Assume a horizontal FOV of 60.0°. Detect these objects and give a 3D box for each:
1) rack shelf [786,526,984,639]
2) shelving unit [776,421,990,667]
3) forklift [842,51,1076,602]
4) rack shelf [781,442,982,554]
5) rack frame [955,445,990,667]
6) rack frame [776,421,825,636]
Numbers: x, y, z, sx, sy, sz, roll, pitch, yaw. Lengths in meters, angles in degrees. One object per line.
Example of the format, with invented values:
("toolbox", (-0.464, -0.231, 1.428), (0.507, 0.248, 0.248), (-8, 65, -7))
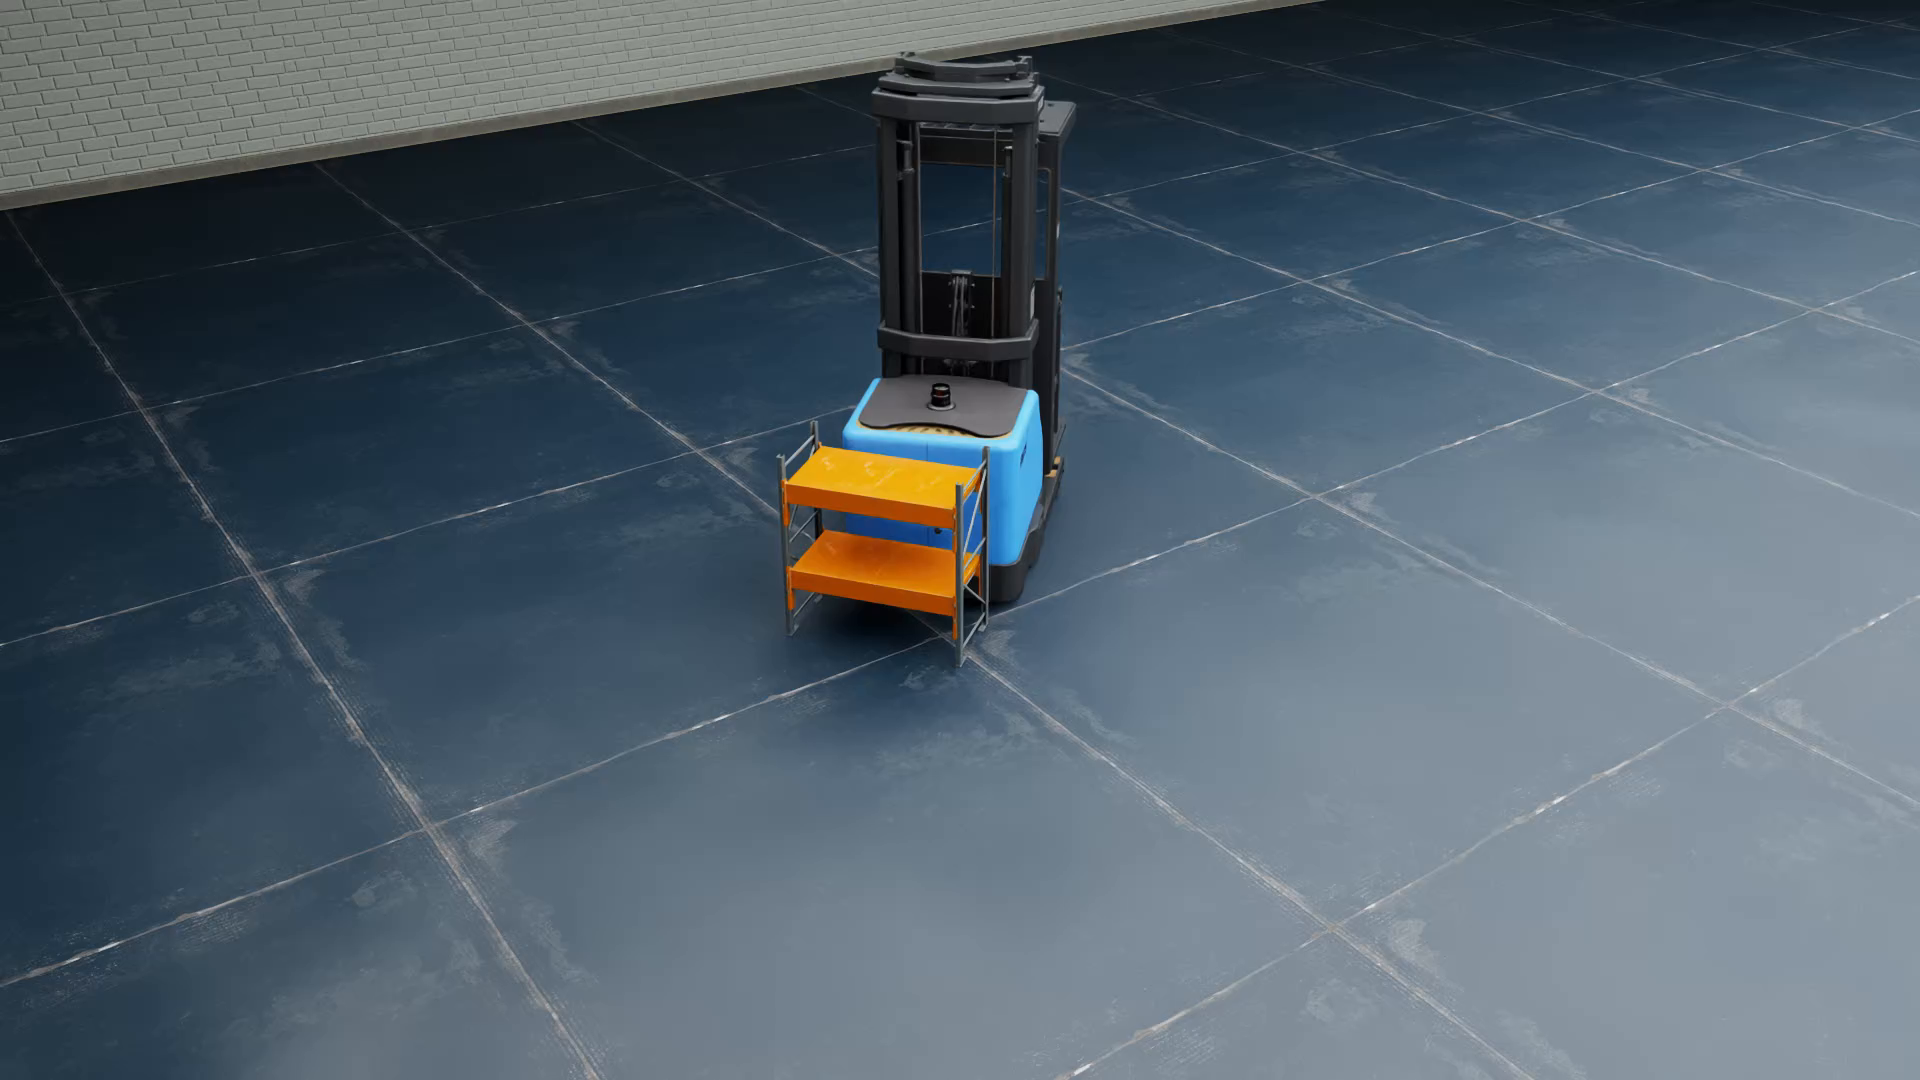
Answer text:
("rack shelf", (-0.412, 0.230, 9.386), (1.000, 0.278, 0.538), (9, 30, 16))
("shelving unit", (-0.412, 0.016, 9.269), (1.048, 1.125, 0.538), (9, 30, 16))
("forklift", (0.097, -1.614, 10.378), (1.130, 2.935, 3.031), (5, 29, 9))
("rack shelf", (-0.412, -0.242, 9.130), (1.000, 0.278, 0.538), (9, 30, 16))
("rack frame", (0.069, 0.093, 9.126), (0.032, 1.125, 0.500), (9, 30, 16))
("rack frame", (-0.894, -0.062, 9.412), (0.032, 1.125, 0.500), (9, 30, 16))
